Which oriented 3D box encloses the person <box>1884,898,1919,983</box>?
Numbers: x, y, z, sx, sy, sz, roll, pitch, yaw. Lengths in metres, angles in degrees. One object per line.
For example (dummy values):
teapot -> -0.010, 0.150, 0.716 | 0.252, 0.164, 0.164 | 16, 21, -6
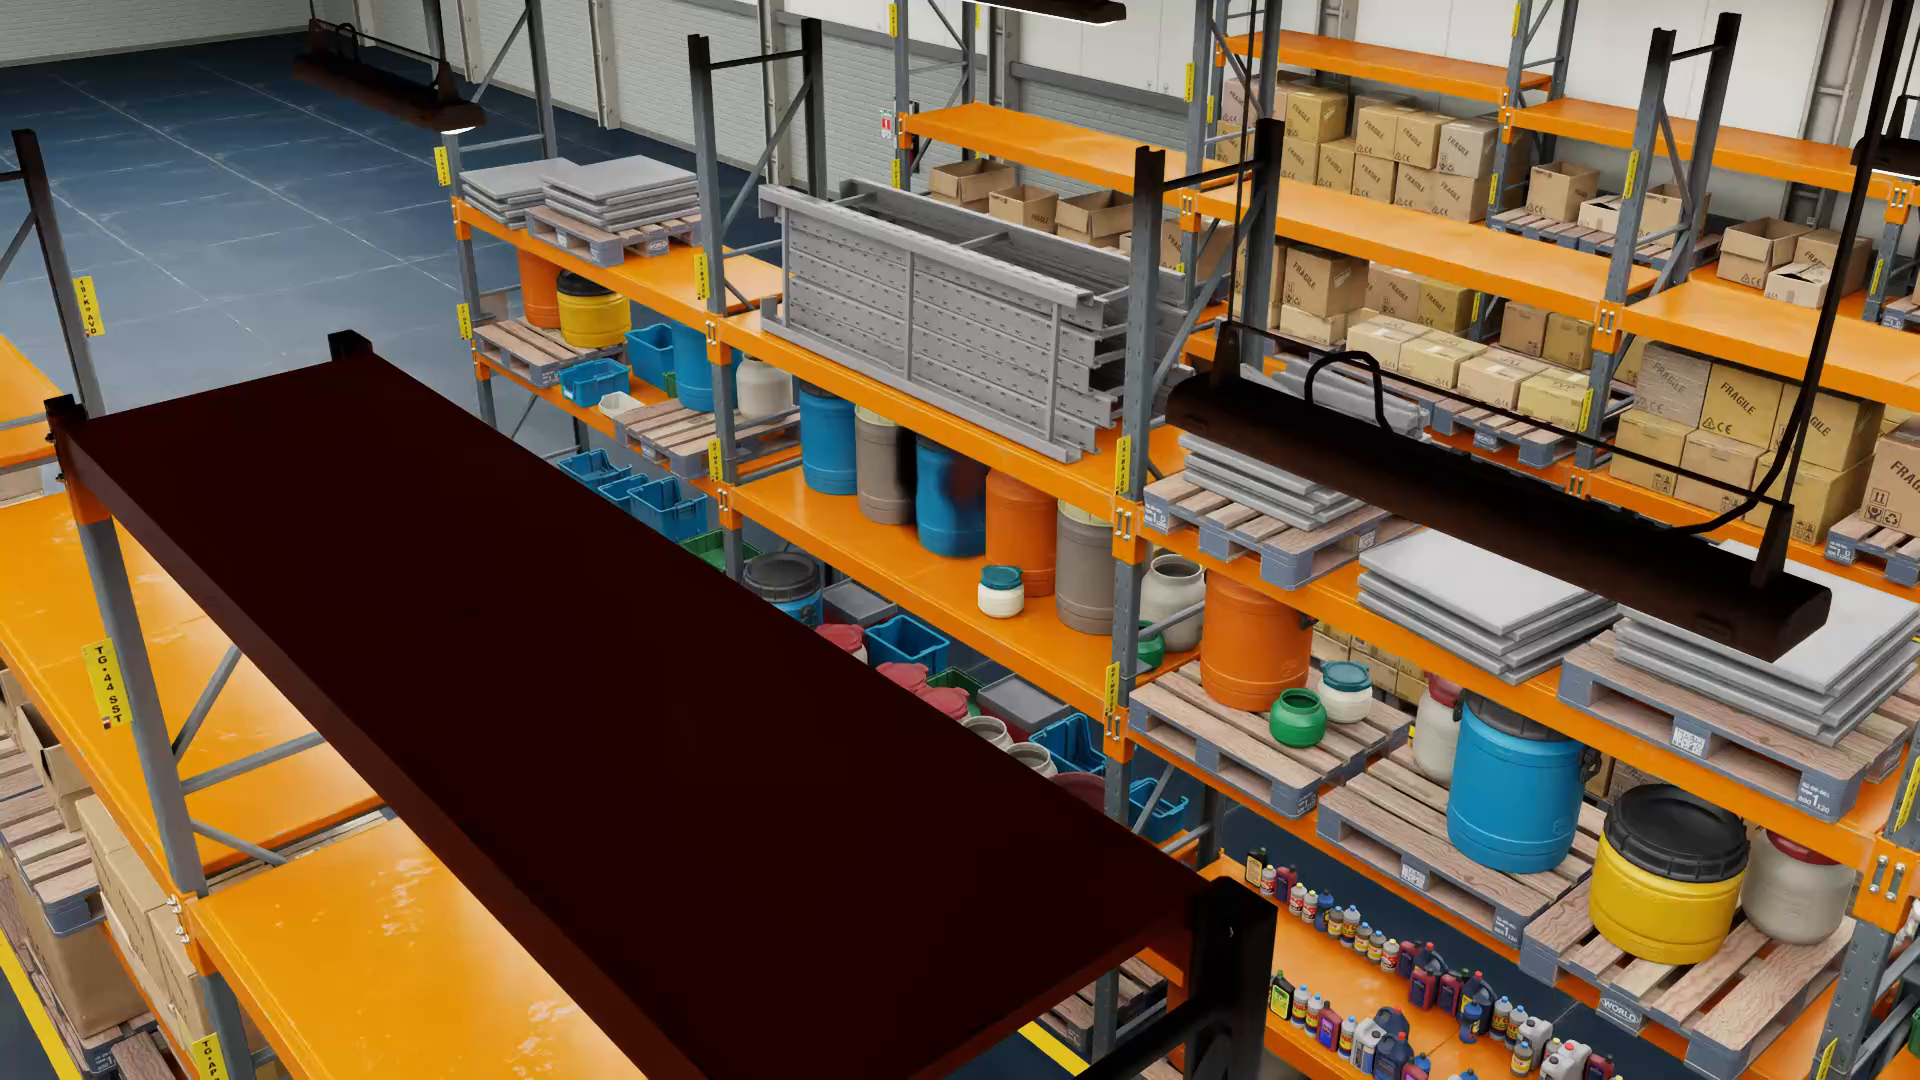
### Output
person -> 6.031, 2.638, 10.559 | 0.931, 1.641, 0.502 | 23, 35, 38
